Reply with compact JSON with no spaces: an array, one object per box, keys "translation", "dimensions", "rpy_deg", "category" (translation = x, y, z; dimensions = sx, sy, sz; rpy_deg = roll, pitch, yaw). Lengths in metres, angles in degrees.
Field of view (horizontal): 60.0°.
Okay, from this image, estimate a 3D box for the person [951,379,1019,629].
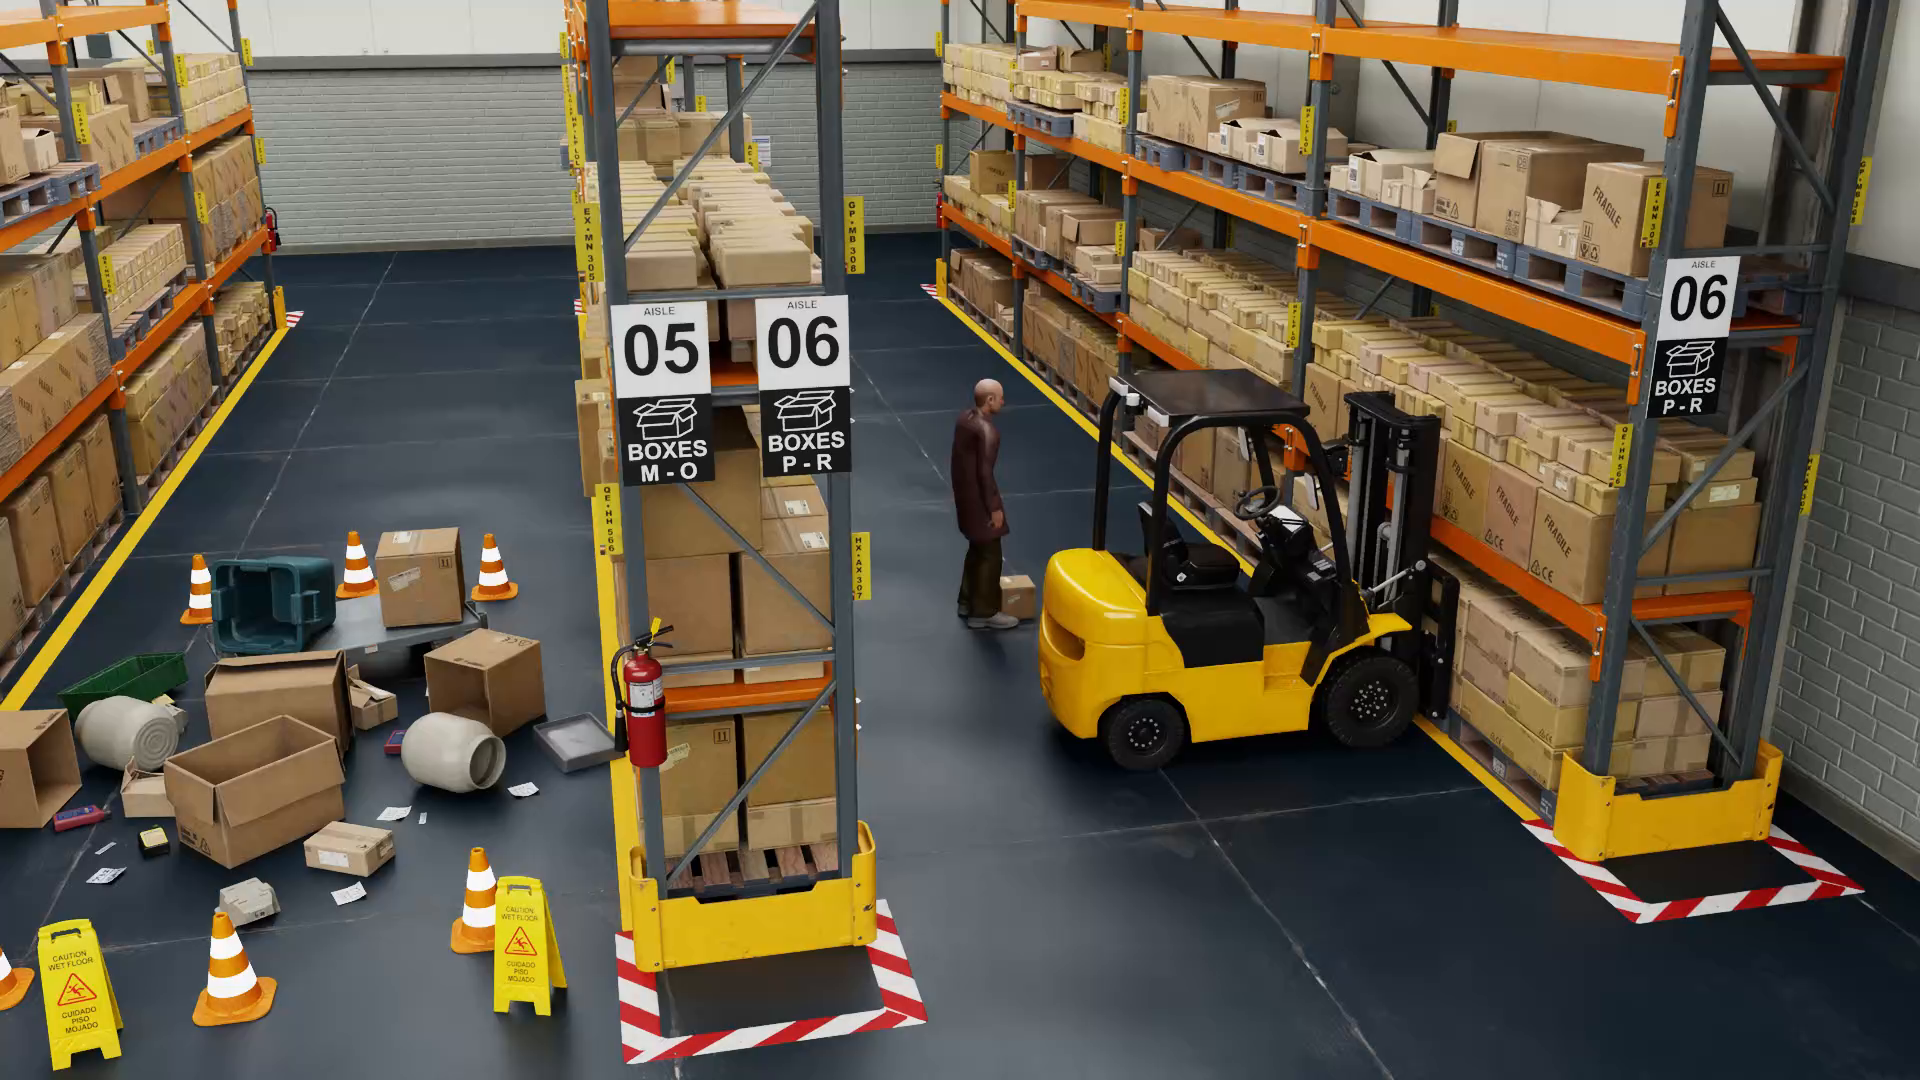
[{"translation":[0.158,-0.276,11.880],"dimensions":[0.429,1.772,0.643],"rpy_deg":[-5,20,-15],"category":"person"}]
